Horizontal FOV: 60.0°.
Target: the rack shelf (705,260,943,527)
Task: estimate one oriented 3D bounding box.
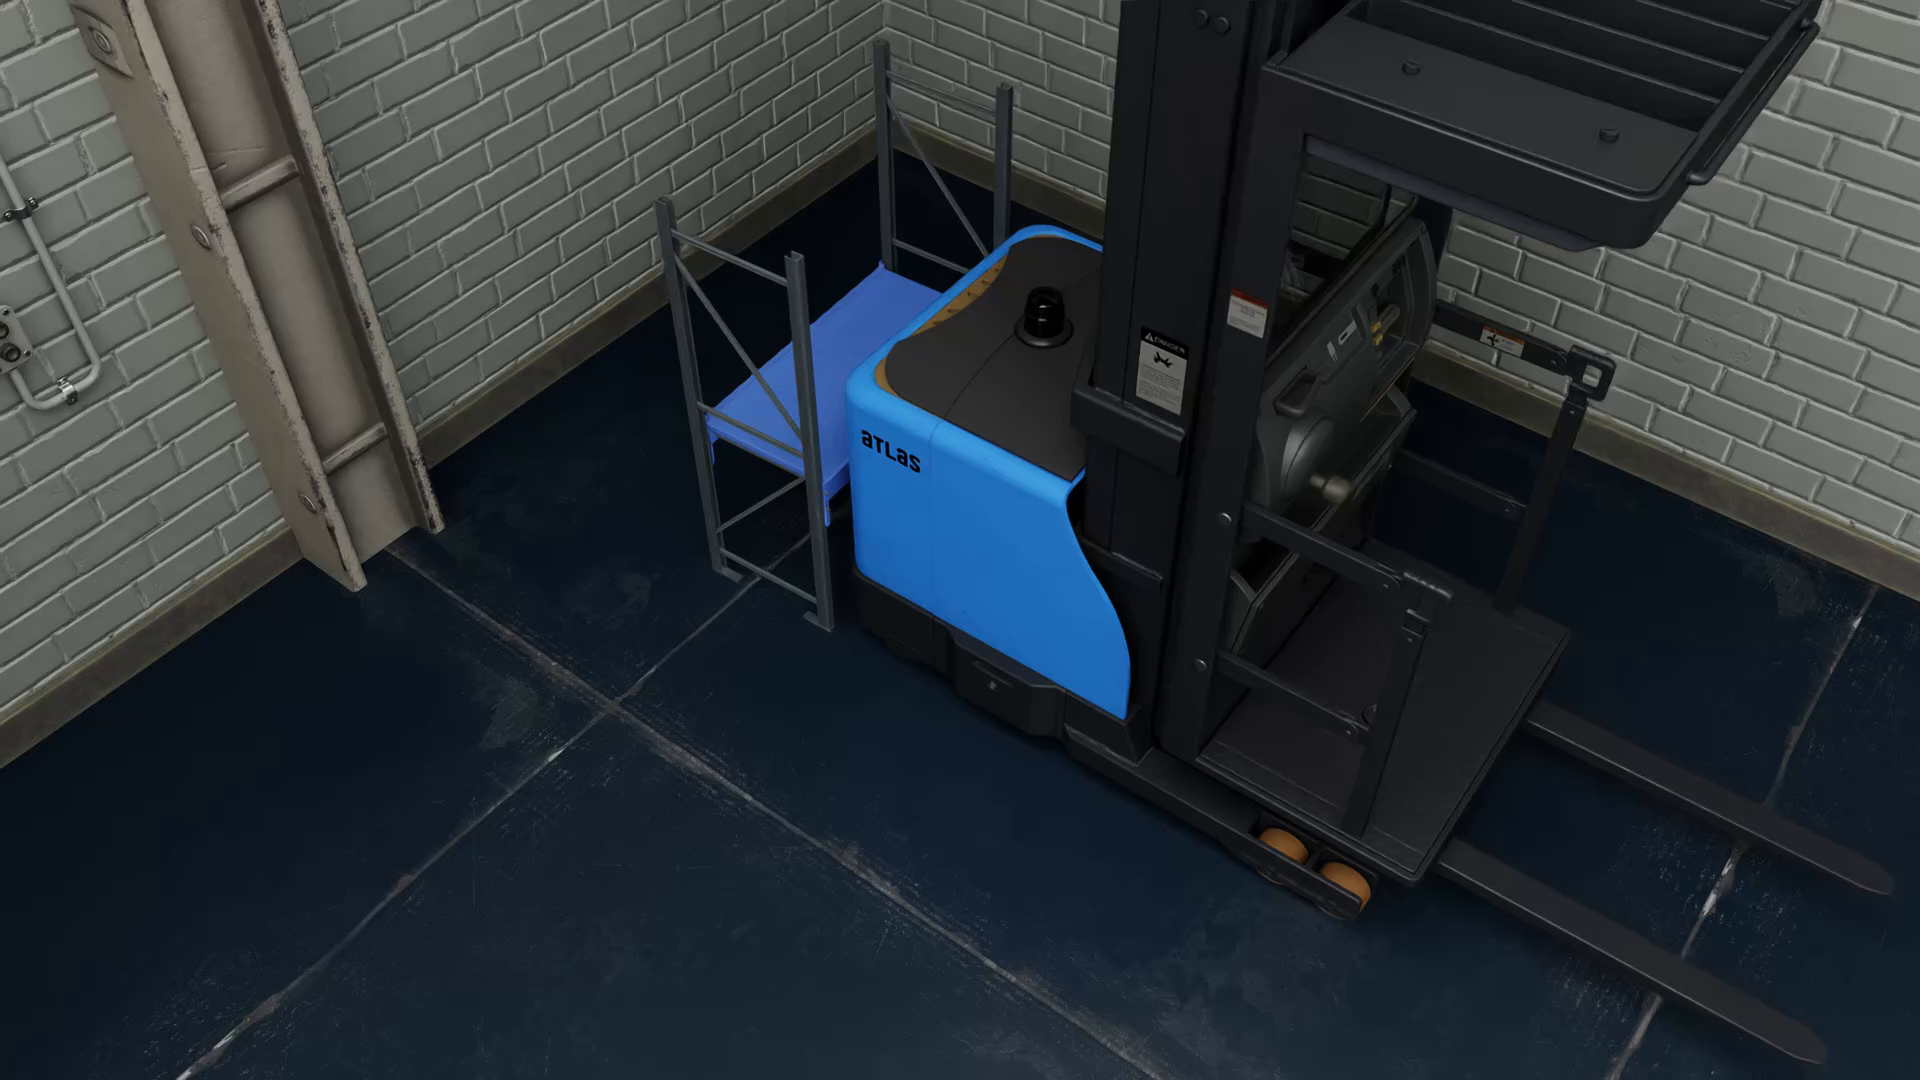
[{"bbox_3d":[-0.341,-0.505,5.444,0.538,0.185,1.000,26,52,23],"label":"rack shelf"}]

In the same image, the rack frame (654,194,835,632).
[{"bbox_3d":[-0.627,-0.326,5.024,0.500,1.500,0.032,26,52,23],"label":"rack frame"}]

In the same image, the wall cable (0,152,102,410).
[{"bbox_3d":[-2.963,-0.615,3.560,0.084,1.984,1.851,29,53,25],"label":"wall cable"}]

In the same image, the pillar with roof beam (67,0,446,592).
[{"bbox_3d":[1.375,-1.209,0.682,9.100,9.000,0.400,29,53,25],"label":"pillar with roof beam"}]

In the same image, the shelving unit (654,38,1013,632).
[{"bbox_3d":[-0.341,-0.630,5.314,0.538,1.500,1.048,26,52,23],"label":"shelving unit"}]

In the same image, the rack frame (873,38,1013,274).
[{"bbox_3d":[-0.055,-0.933,5.604,0.500,1.500,0.032,26,52,23],"label":"rack frame"}]

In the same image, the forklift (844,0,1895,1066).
[{"bbox_3d":[1.142,-0.379,4.085,3.031,2.935,1.130,28,52,24],"label":"forklift"}]
